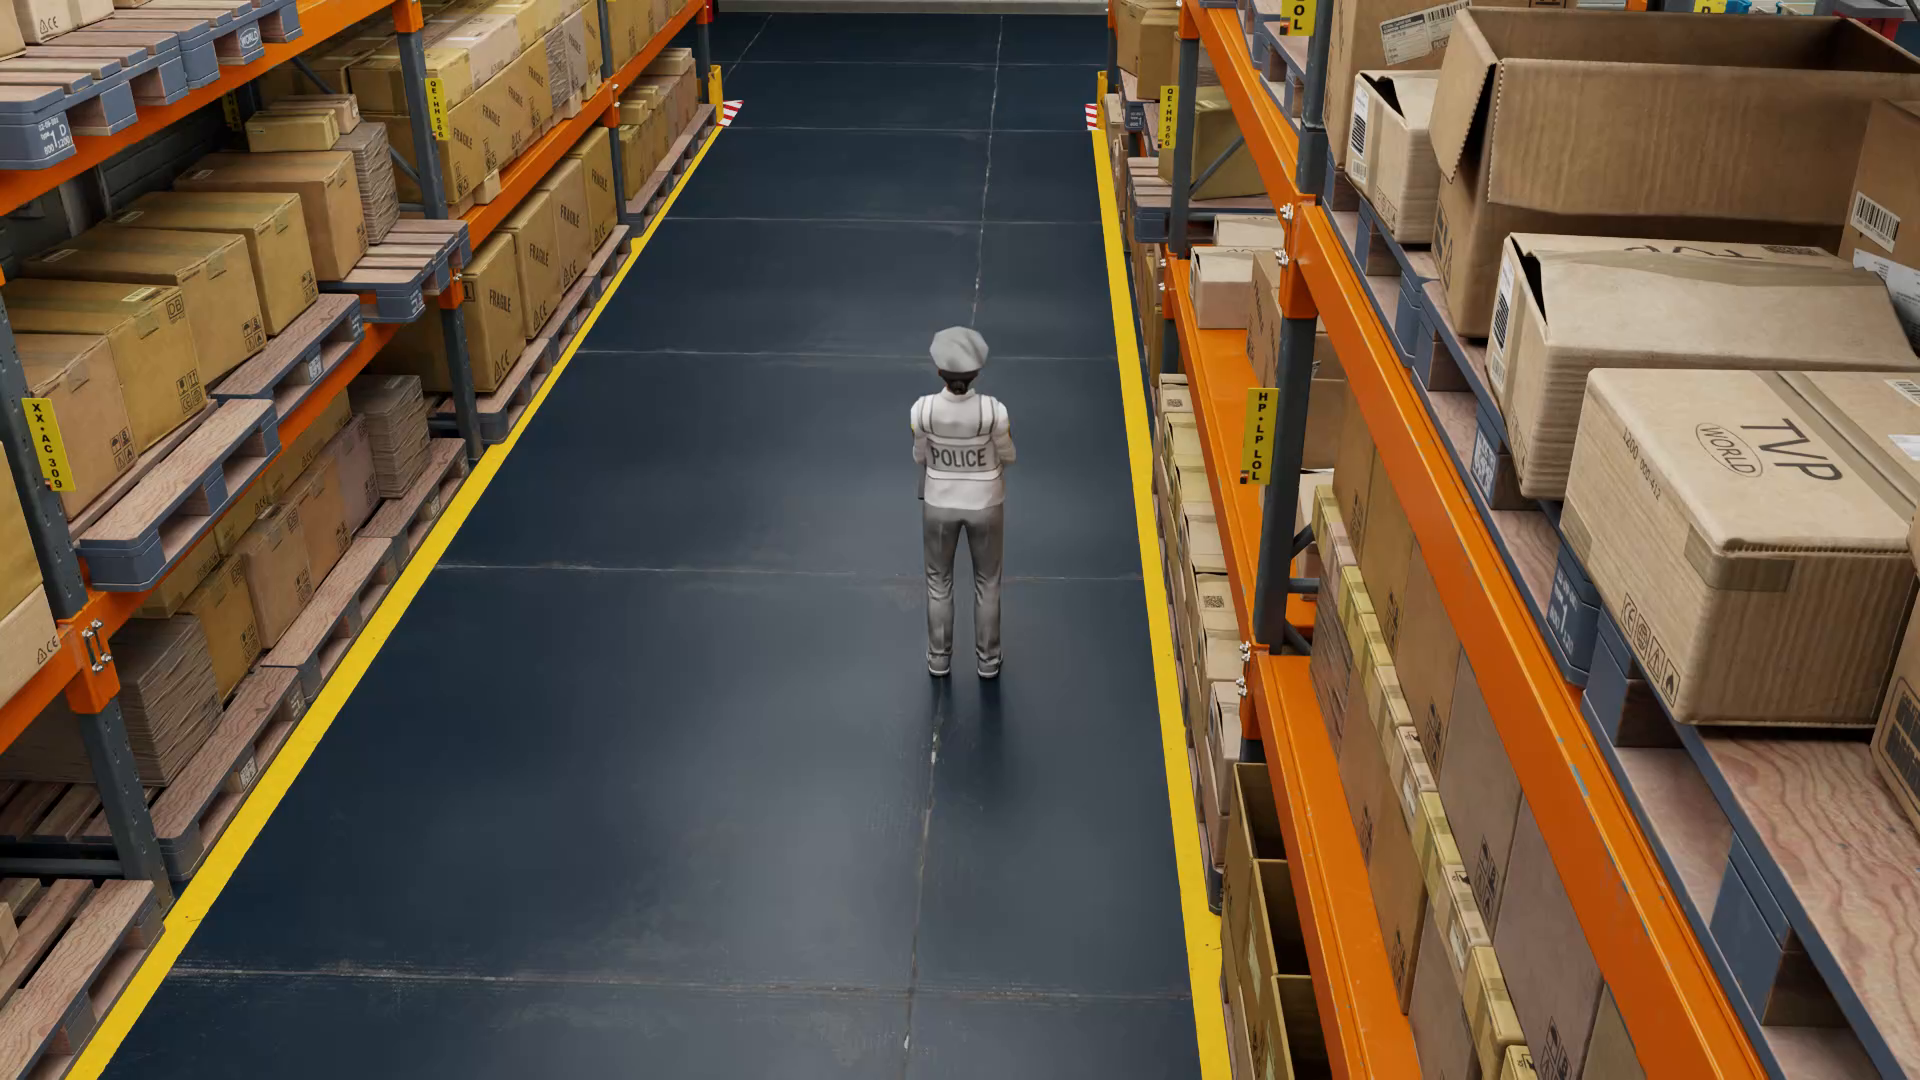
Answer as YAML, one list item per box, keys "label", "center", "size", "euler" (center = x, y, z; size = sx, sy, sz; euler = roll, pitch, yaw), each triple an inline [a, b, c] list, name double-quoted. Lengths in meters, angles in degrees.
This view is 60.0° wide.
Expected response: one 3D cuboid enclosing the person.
- label: "person"
  center: [0.019, -0.183, 7.442]
  size: [0.459, 1.686, 0.549]
  euler: [2, 28, 3]
